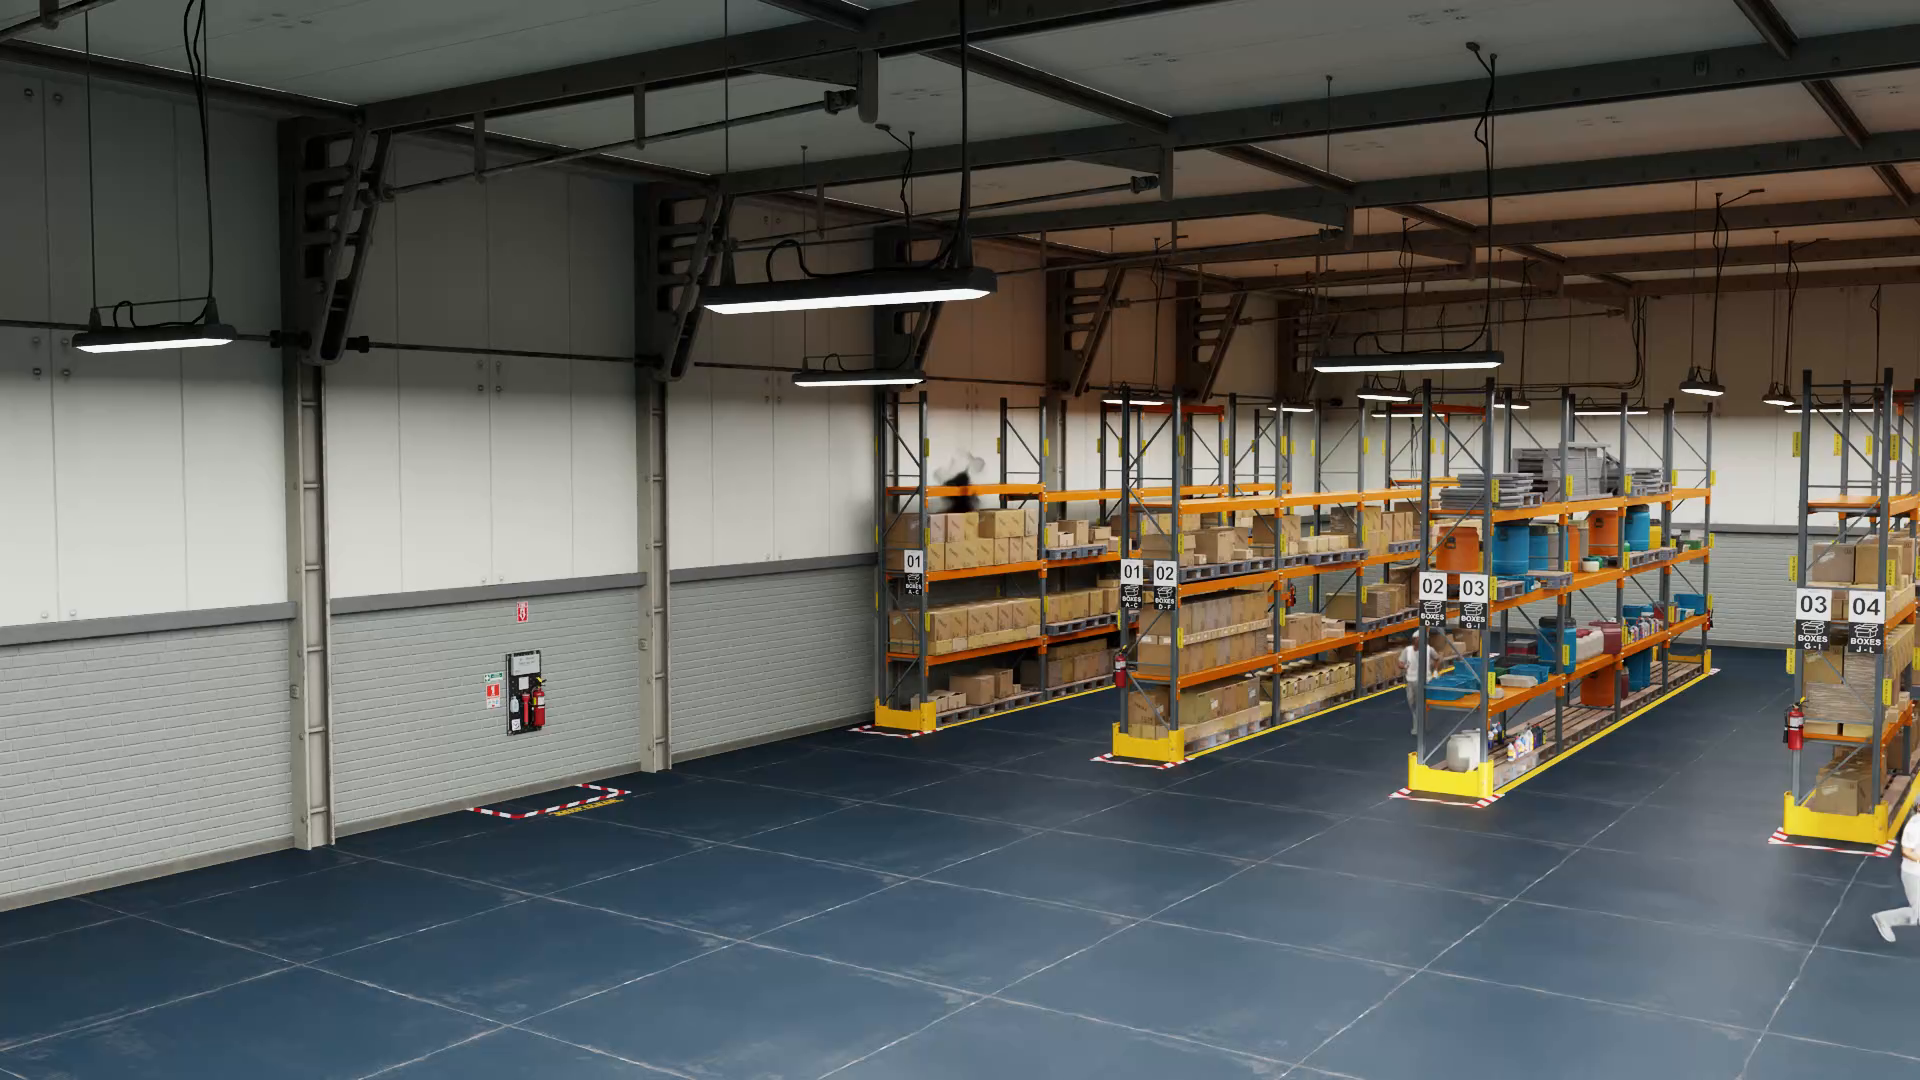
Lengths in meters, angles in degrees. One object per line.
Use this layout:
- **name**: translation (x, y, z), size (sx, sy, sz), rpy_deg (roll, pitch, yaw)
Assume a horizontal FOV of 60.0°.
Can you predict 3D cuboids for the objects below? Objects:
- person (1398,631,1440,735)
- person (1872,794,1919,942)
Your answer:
- **person**: translation (8.013, 2.467, 29.099), size (0.685, 1.765, 0.984), rpy_deg (1, 3, 25)
- **person**: translation (9.399, 3.281, 16.234), size (0.607, 1.659, 0.849), rpy_deg (-2, 4, -31)
